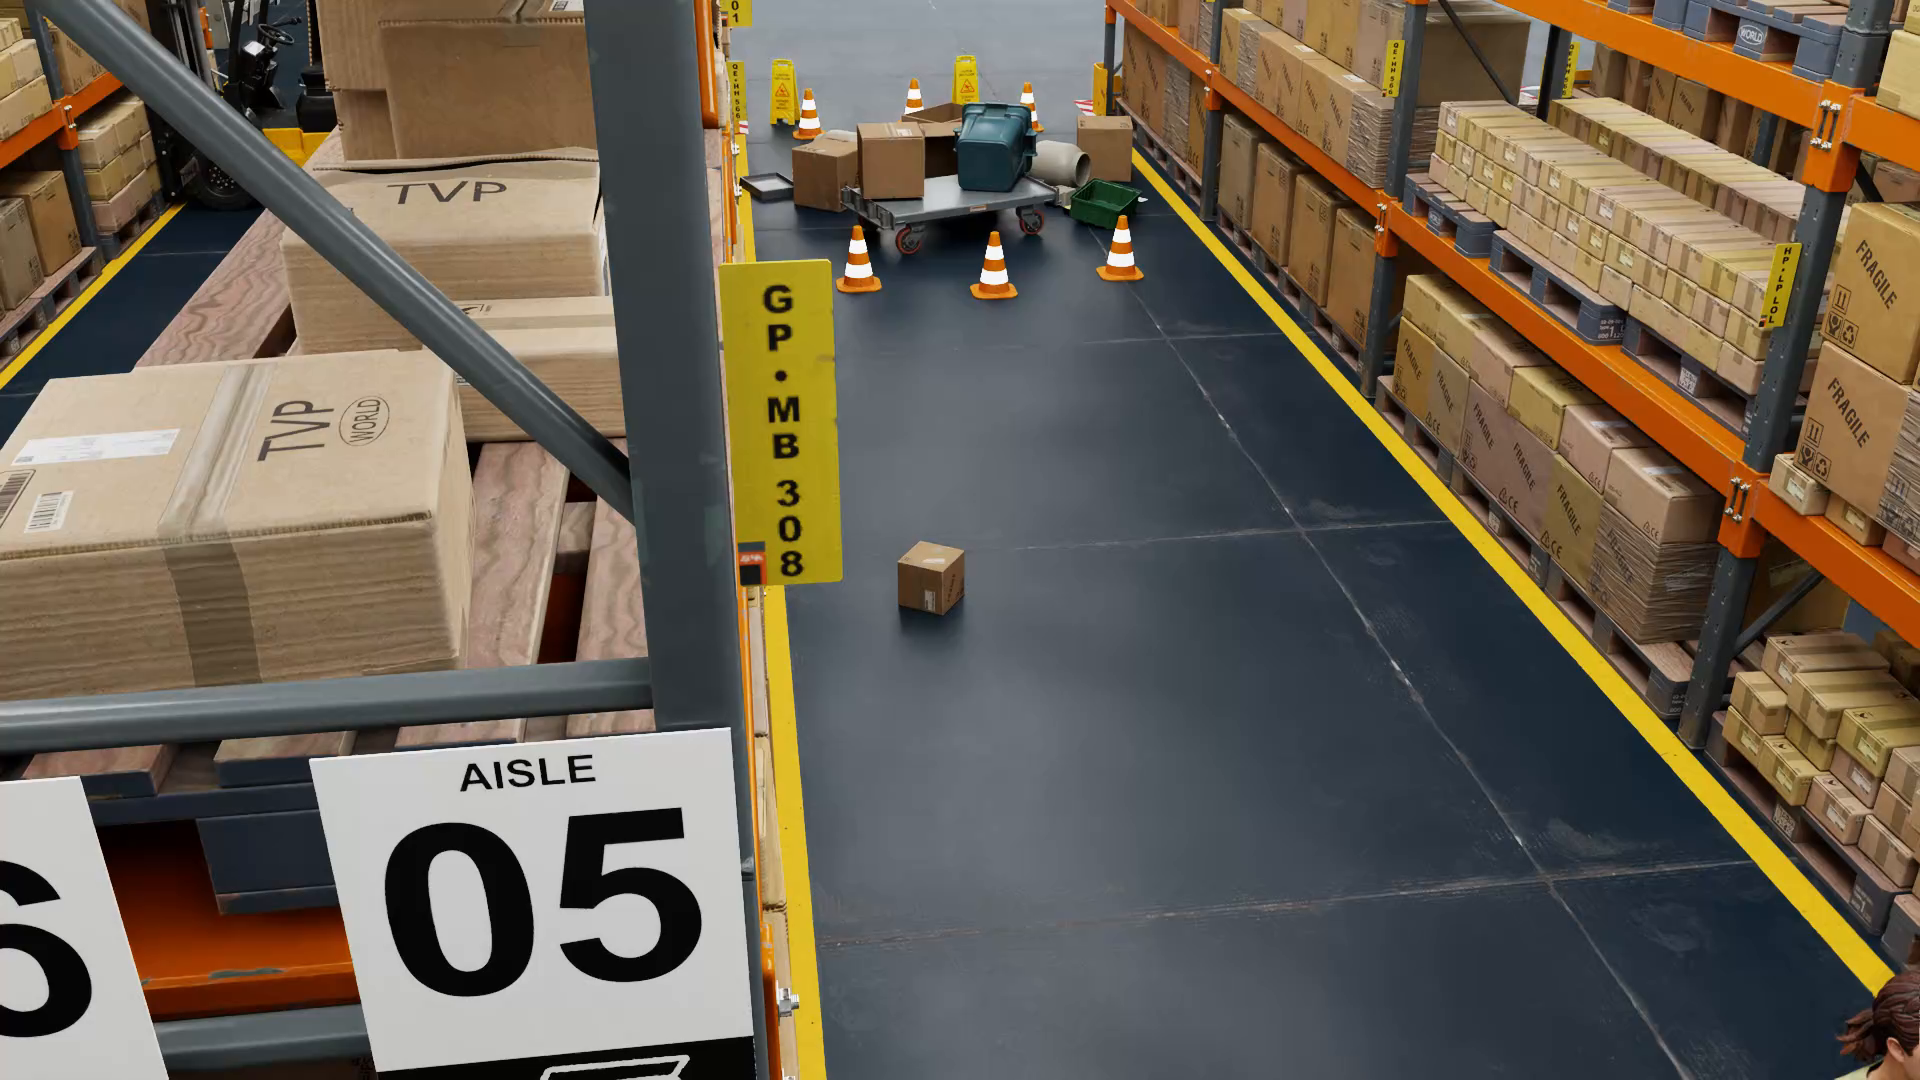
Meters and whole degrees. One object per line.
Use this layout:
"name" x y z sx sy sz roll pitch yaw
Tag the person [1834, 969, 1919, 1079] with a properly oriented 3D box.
"person" 2.143 1.710 3.778 0.461 1.619 0.966 -14 31 -26
